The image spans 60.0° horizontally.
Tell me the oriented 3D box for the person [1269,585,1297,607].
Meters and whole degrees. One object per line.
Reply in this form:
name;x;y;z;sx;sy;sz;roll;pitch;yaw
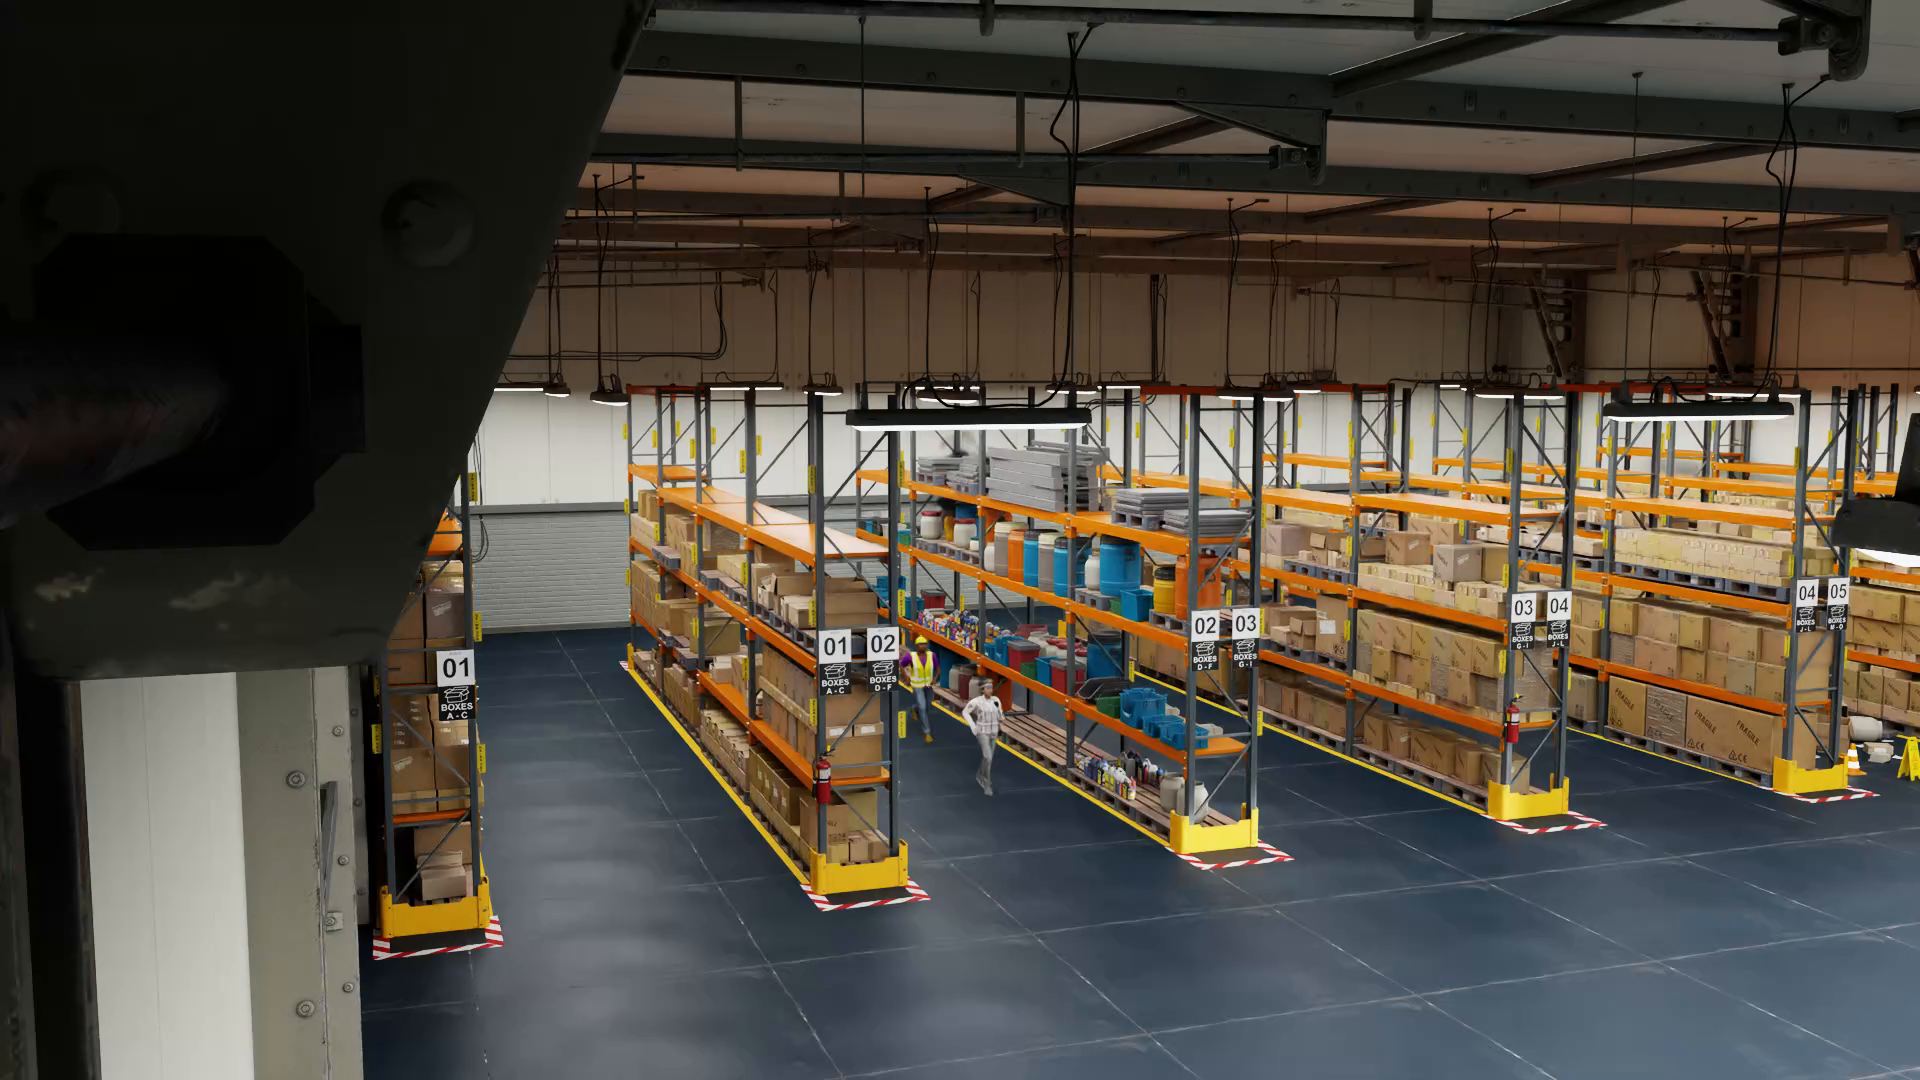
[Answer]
person;6.887;1.833;35.191;0.722;1.746;0.572;-3;6;-24

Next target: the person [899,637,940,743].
person;-0.650;2.525;28.619;0.668;1.761;1.119;-3;7;-25

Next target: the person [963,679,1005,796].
person;0.397;2.931;24.872;0.595;1.754;0.702;-3;7;-30
